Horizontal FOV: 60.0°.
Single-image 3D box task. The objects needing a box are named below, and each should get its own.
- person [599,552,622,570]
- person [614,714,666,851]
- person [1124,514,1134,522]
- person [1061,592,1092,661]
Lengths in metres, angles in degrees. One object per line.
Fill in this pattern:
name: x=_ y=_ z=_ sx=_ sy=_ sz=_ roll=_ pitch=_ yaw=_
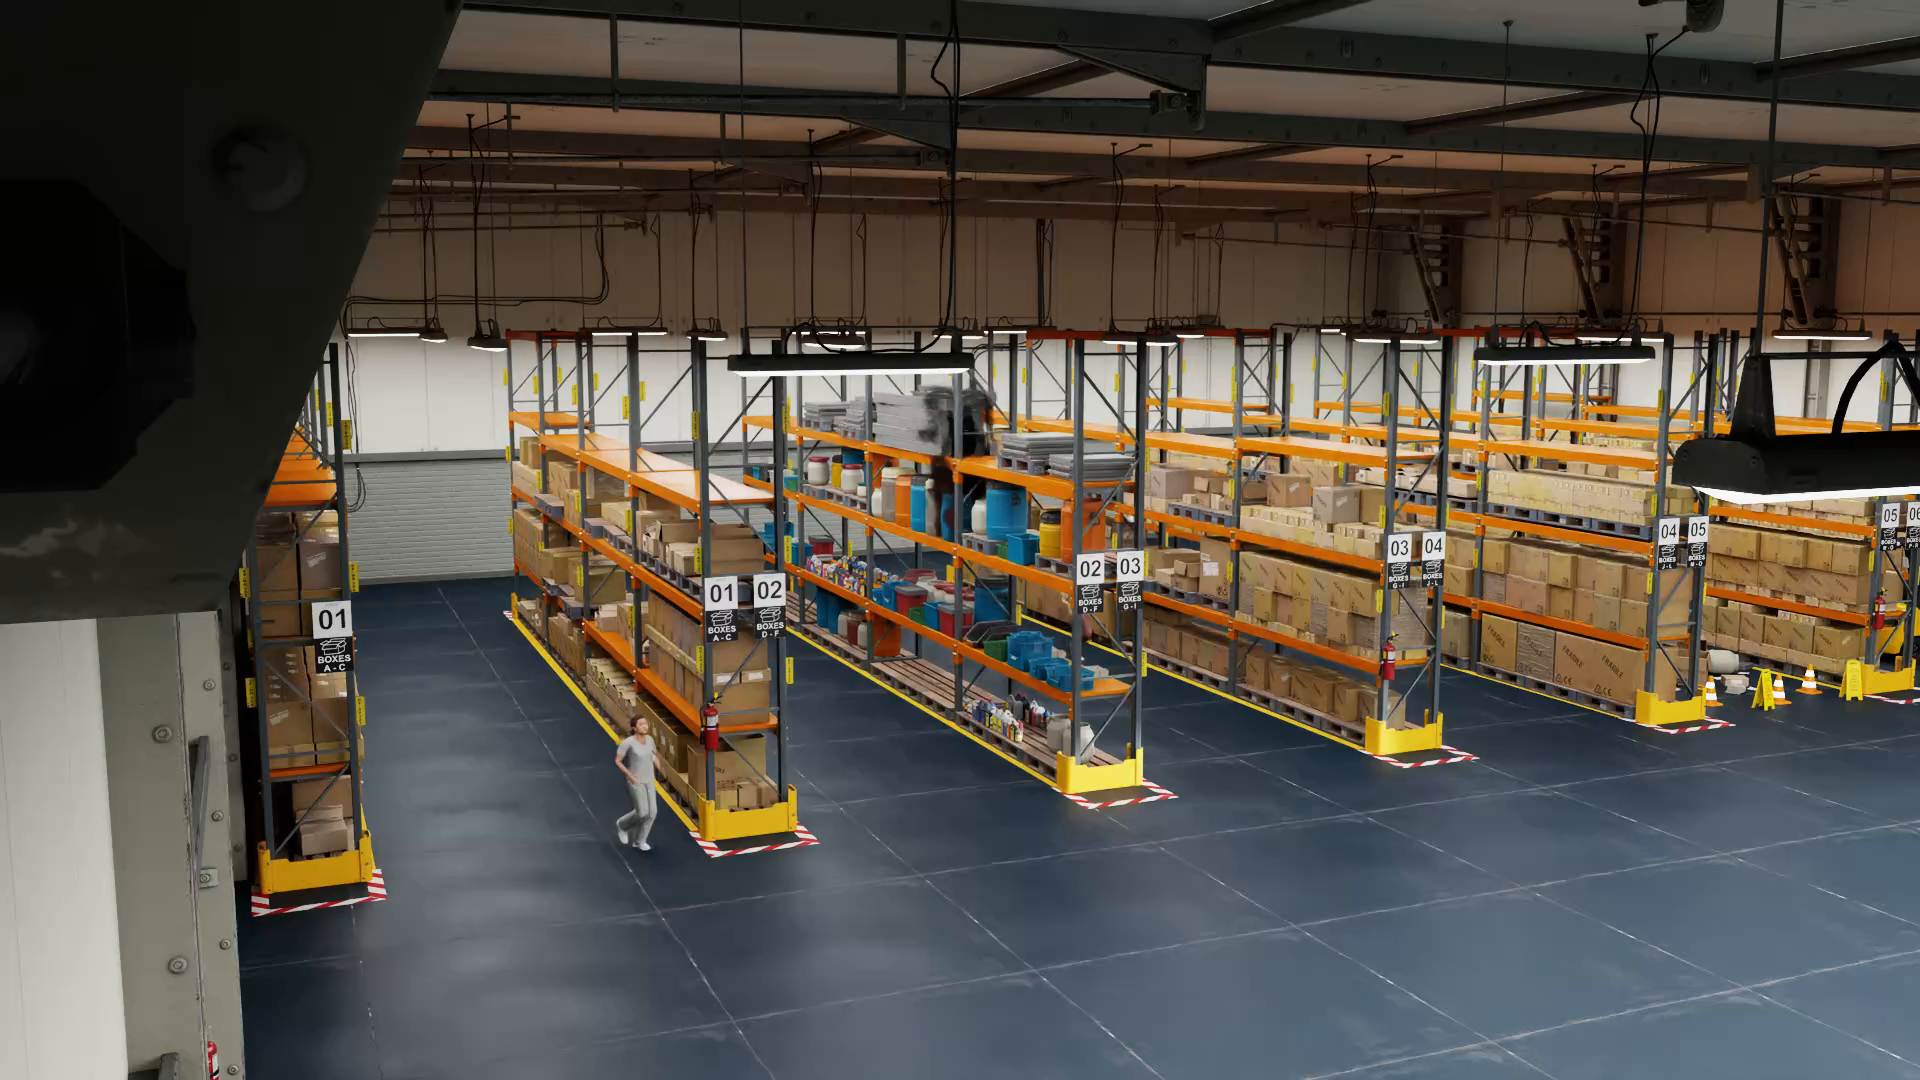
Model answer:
person: x=-7.586 y=0.582 z=35.791 sx=0.979 sy=1.776 sz=0.704 roll=3 pitch=8 yaw=20
person: x=-3.770 y=2.863 z=19.696 sx=0.558 sy=1.620 sz=0.562 roll=7 pitch=10 yaw=40
person: x=4.095 y=-0.089 z=41.612 sx=0.527 sy=1.552 sz=0.599 roll=0 pitch=8 yaw=-1
person: x=2.052 y=1.296 z=29.001 sx=0.577 sy=1.625 sz=0.521 roll=-5 pitch=9 yaw=-33
